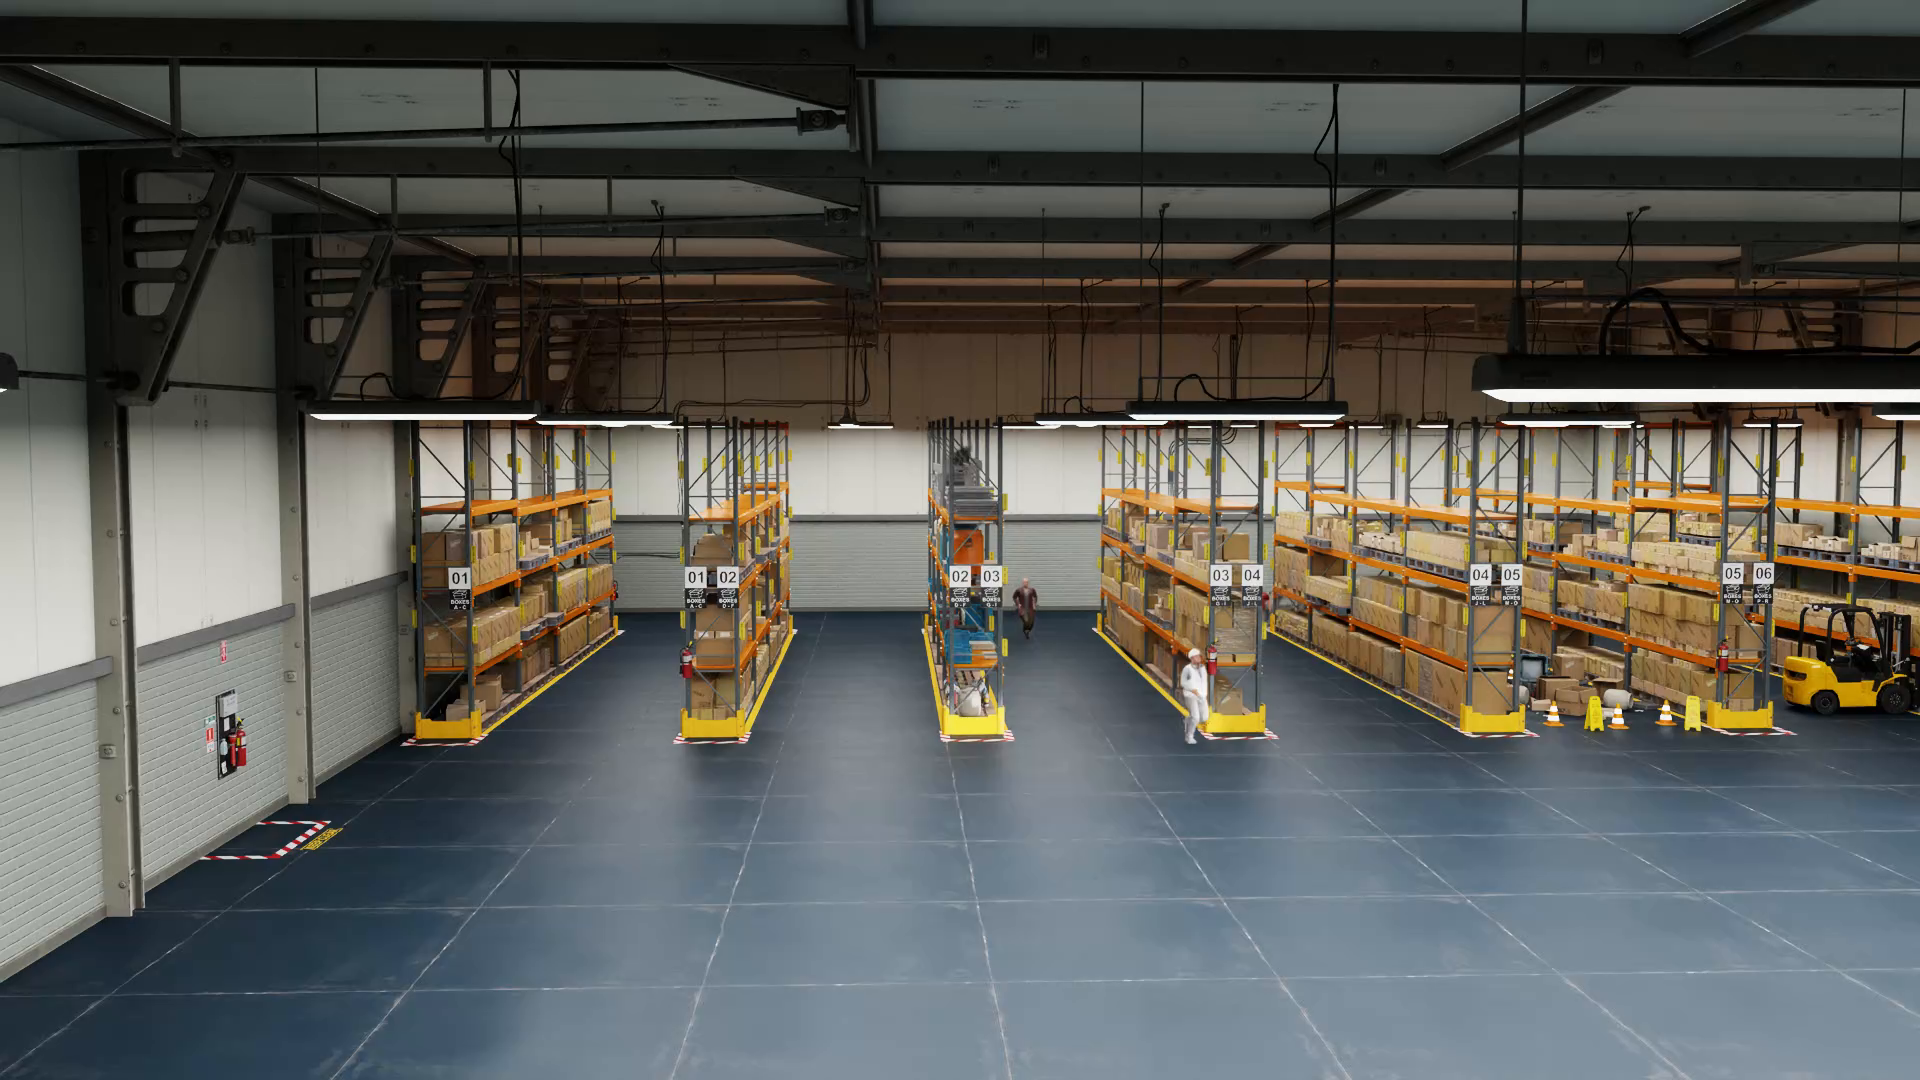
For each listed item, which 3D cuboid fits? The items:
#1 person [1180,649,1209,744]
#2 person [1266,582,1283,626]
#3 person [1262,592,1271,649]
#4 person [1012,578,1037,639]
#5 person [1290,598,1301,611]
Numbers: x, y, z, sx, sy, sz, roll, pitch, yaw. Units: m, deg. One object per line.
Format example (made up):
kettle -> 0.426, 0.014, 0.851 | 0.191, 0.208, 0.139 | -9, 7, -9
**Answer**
person -> 4.329, 2.867, 30.600 | 0.664, 1.744, 0.647 | -2, 4, -31
person -> 9.361, 1.705, 48.958 | 0.817, 1.657, 0.633 | -1, 4, -12
person -> 7.854, 1.981, 43.790 | 0.673, 1.689, 1.085 | 0, 4, 6
person -> 1.770, 1.859, 44.841 | 0.690, 1.677, 0.662 | -1, 4, -10
person -> 10.010, 1.671, 49.040 | 0.571, 1.731, 0.743 | 3, 5, 36
